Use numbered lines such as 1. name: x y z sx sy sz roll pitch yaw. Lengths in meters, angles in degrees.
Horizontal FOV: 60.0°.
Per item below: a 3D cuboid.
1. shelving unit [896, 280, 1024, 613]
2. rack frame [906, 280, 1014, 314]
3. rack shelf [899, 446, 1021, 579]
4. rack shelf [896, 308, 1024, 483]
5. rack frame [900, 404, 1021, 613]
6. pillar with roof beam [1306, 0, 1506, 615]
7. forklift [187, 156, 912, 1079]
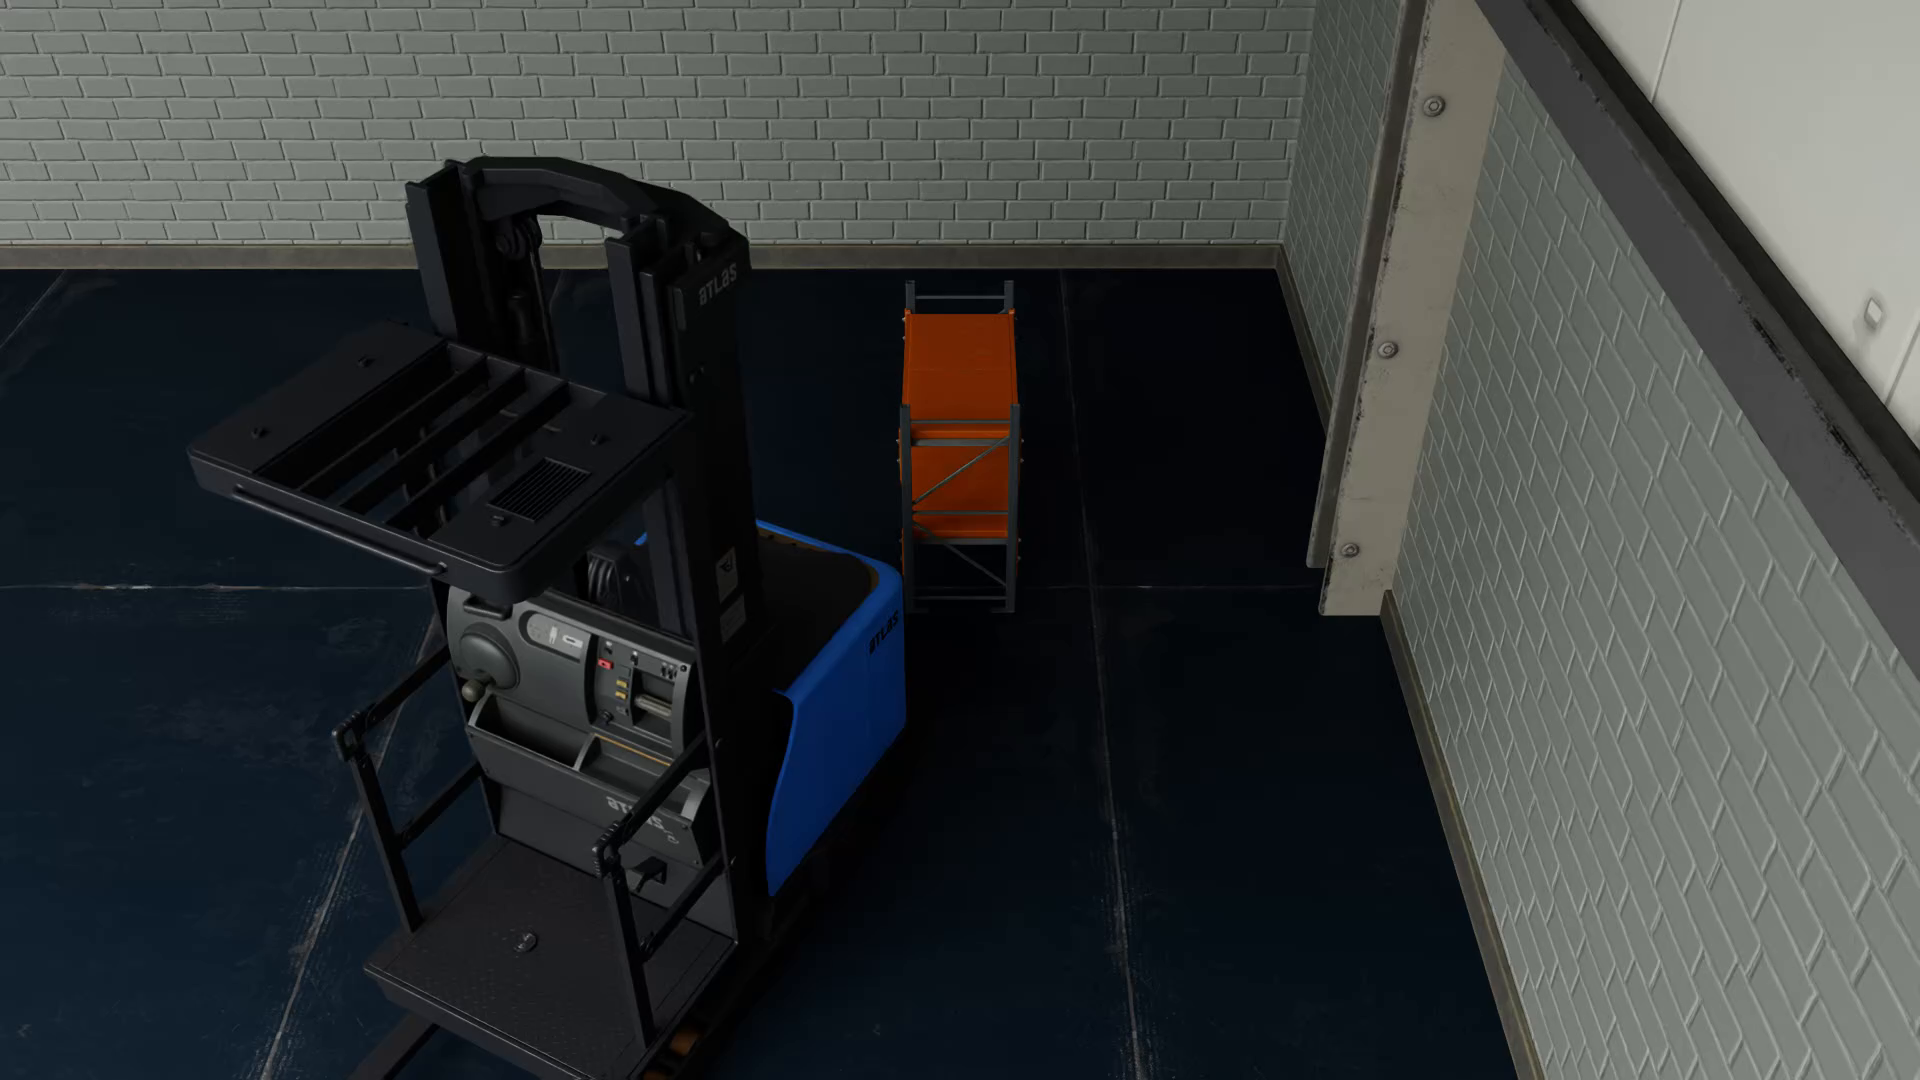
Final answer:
1. shelving unit: 0.000 -0.435 7.638 0.538 1.125 1.048 0 39 0
2. rack frame: -0.001 -0.753 8.035 0.500 1.125 0.032 0 39 0
3. rack shelf: 0.000 -0.244 7.791 0.538 0.278 1.000 0 39 0
4. rack shelf: 0.000 -0.663 7.455 0.538 0.278 1.000 0 39 0
5. rack frame: 0.001 -0.117 7.242 0.500 1.125 0.032 0 39 0
6. pillar with roof beam: -2.513 -3.291 4.906 9.100 9.000 0.400 0 39 0
7. forklift: -1.330 0.472 5.063 1.130 2.935 3.031 18 42 21
